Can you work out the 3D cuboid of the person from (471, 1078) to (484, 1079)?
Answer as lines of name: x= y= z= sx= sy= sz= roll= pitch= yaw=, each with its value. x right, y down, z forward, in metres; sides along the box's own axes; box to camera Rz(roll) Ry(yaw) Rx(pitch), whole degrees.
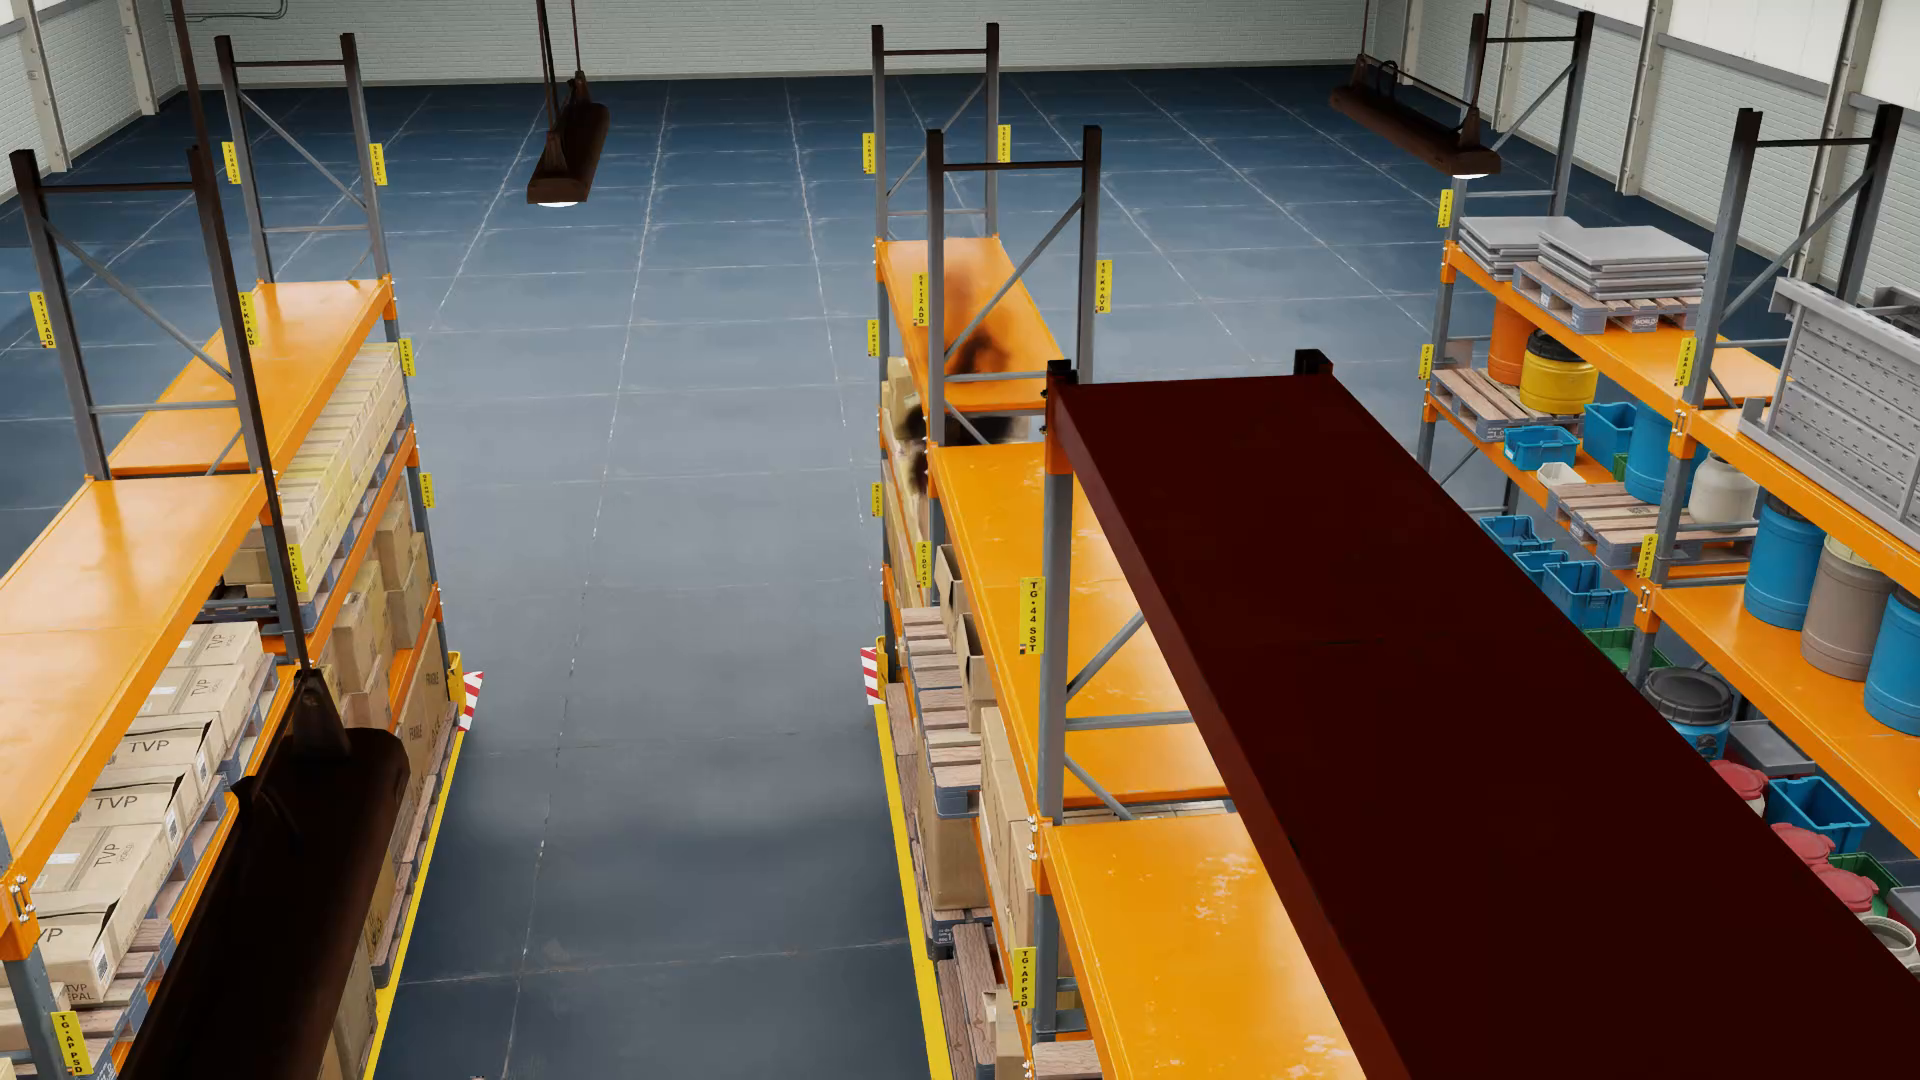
person: x=-2.515 y=3.581 z=8.955 sx=0.643 sy=1.744 sz=0.906 roll=-4 pitch=26 yaw=-8
